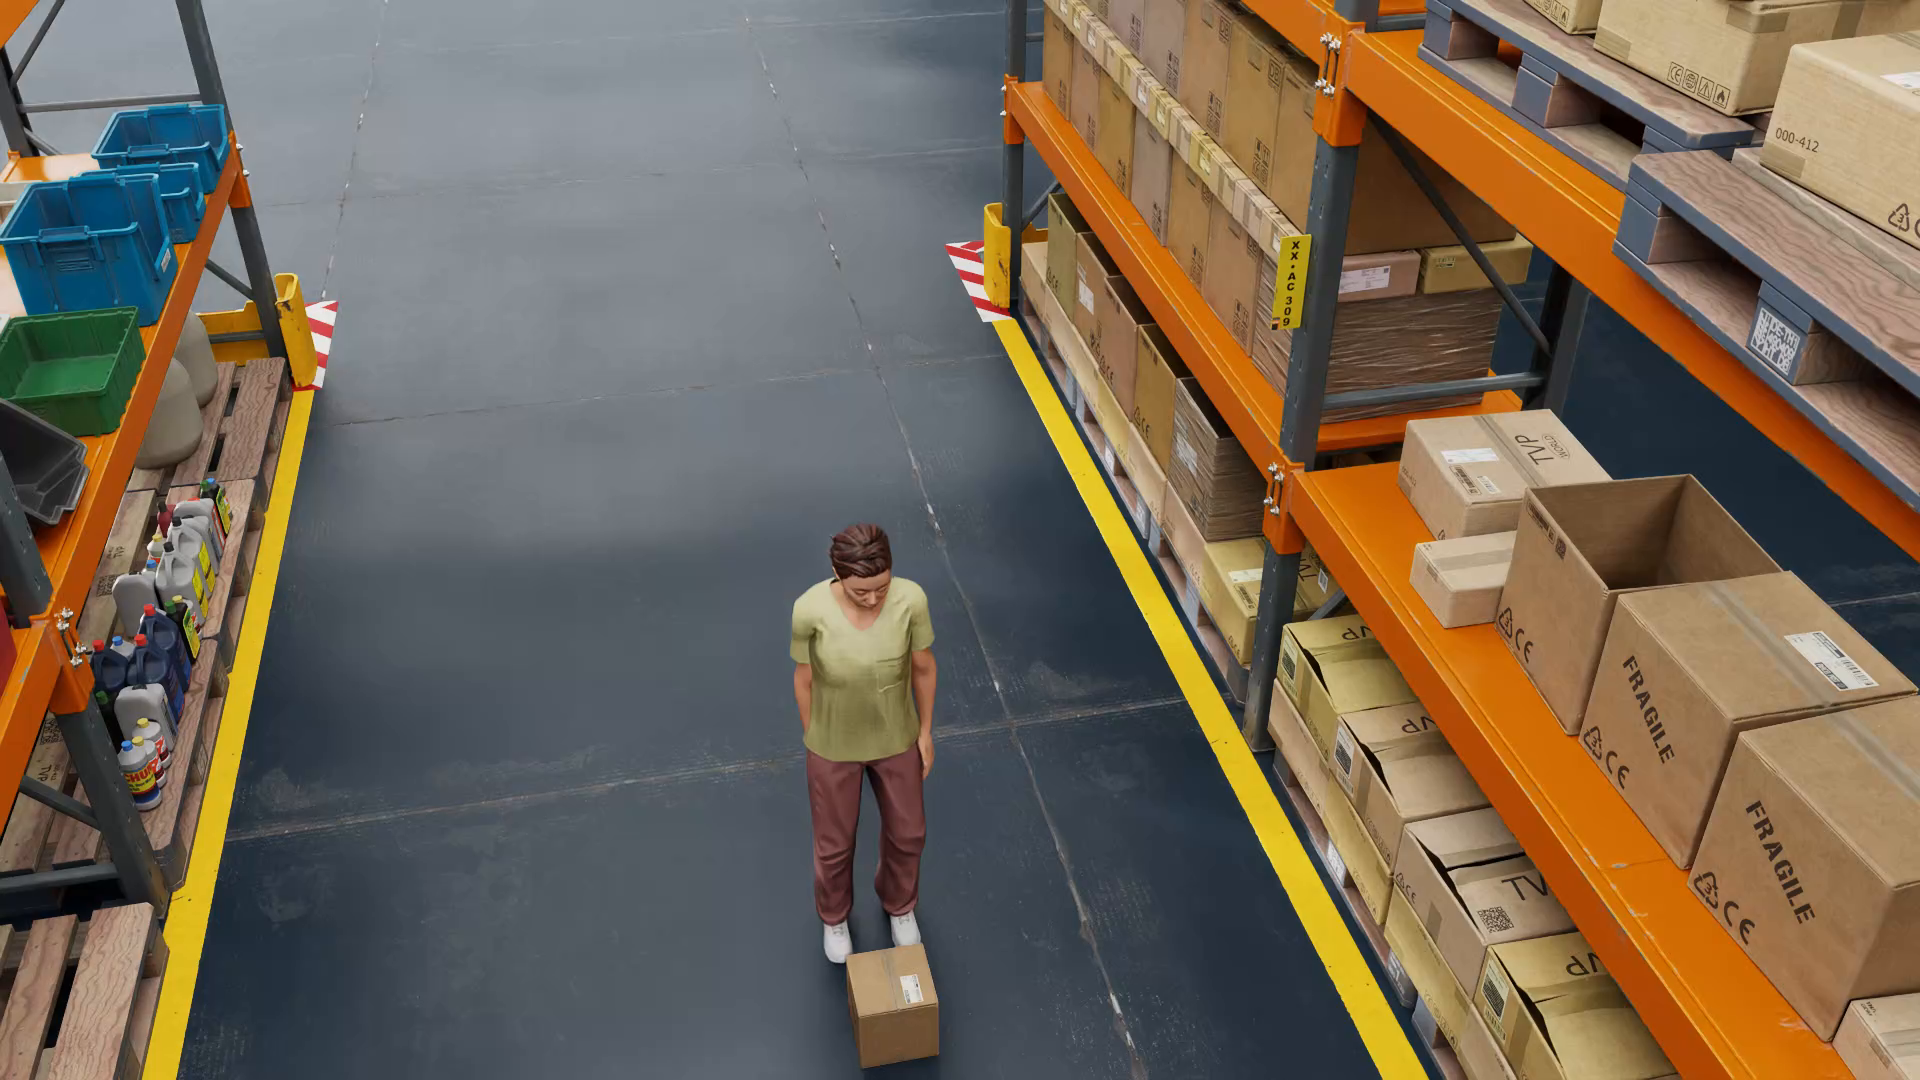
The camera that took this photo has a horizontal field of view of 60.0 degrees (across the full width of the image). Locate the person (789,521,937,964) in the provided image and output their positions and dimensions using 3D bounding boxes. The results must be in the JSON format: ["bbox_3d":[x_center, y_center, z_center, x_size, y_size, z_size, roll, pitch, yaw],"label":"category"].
[{"bbox_3d":[-0.290,0.628,5.246,0.450,1.672,0.359,-7,35,-9],"label":"person"}]
